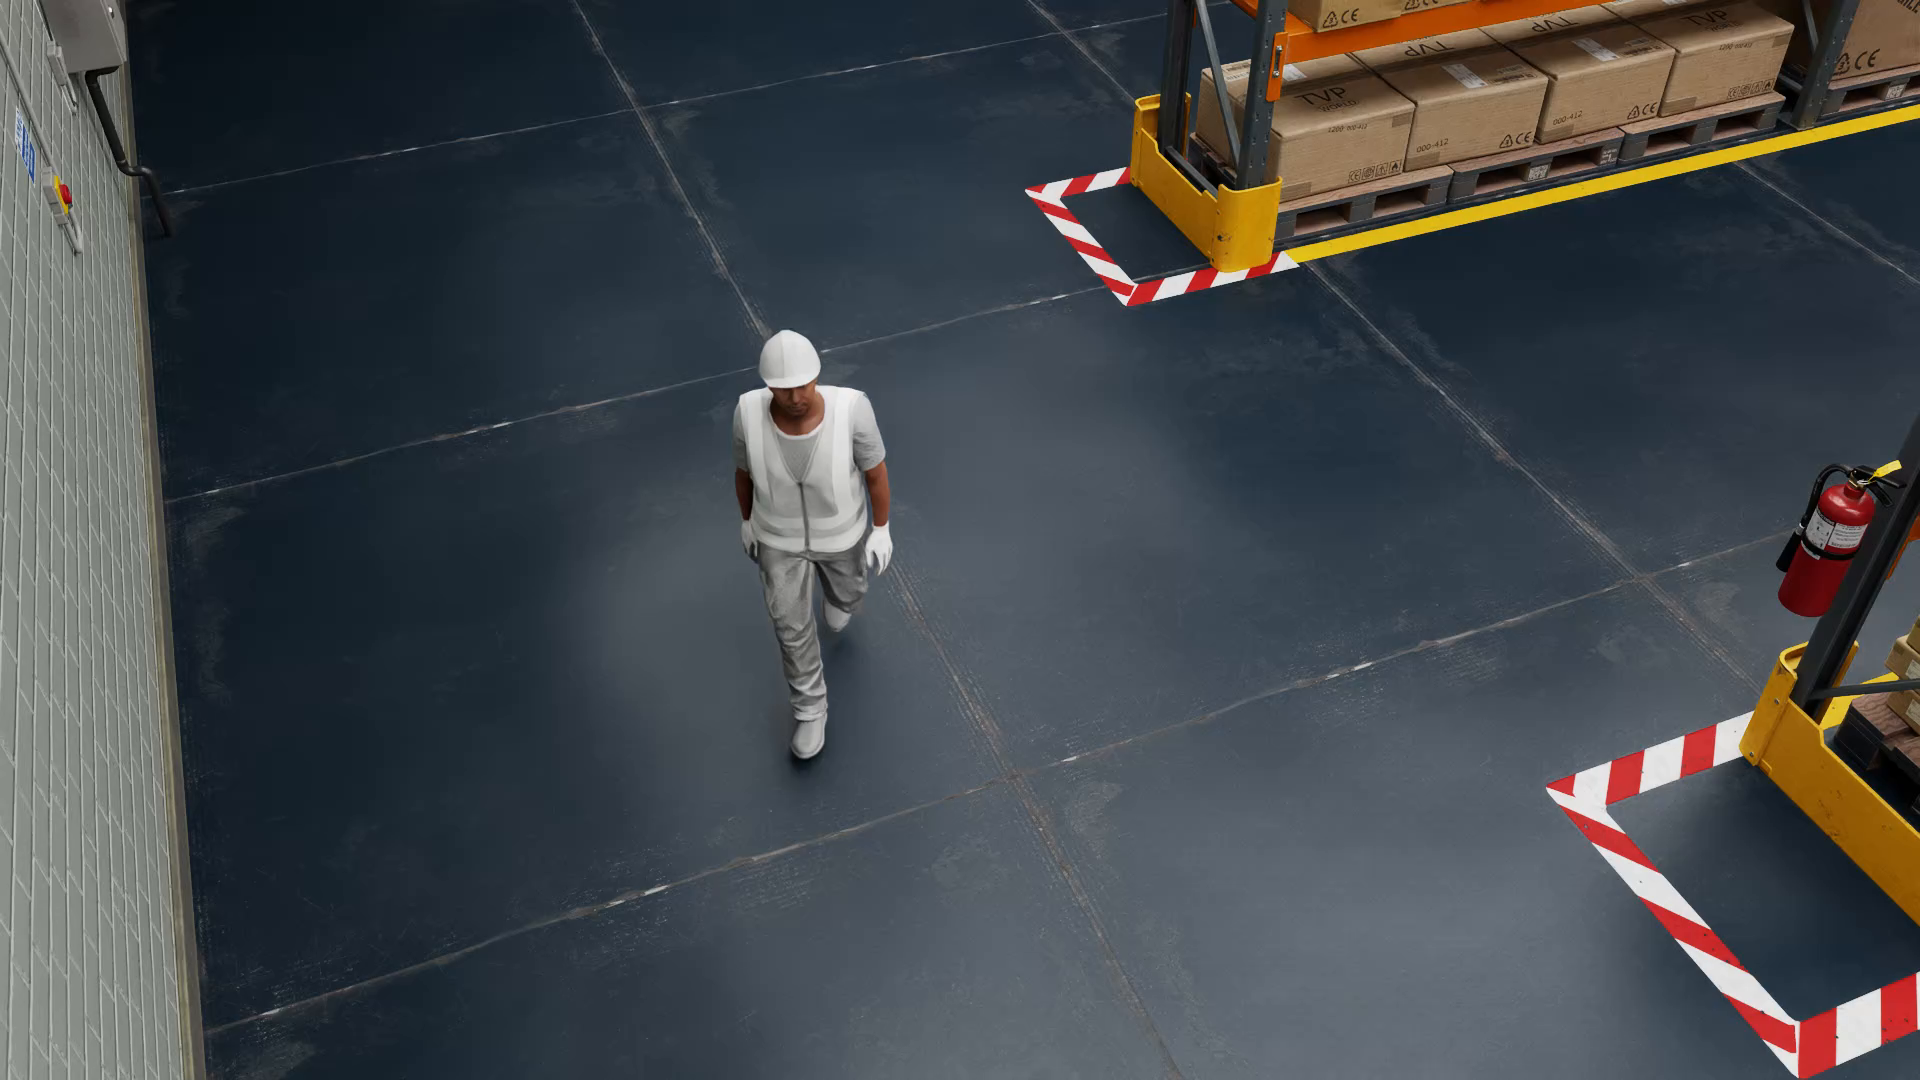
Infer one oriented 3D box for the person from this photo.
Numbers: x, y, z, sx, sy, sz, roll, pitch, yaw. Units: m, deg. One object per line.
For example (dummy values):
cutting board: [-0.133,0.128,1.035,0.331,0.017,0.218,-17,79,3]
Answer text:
person: [-0.541,-0.295,5.967,0.574,1.087,0.367,-2,41,-3]
